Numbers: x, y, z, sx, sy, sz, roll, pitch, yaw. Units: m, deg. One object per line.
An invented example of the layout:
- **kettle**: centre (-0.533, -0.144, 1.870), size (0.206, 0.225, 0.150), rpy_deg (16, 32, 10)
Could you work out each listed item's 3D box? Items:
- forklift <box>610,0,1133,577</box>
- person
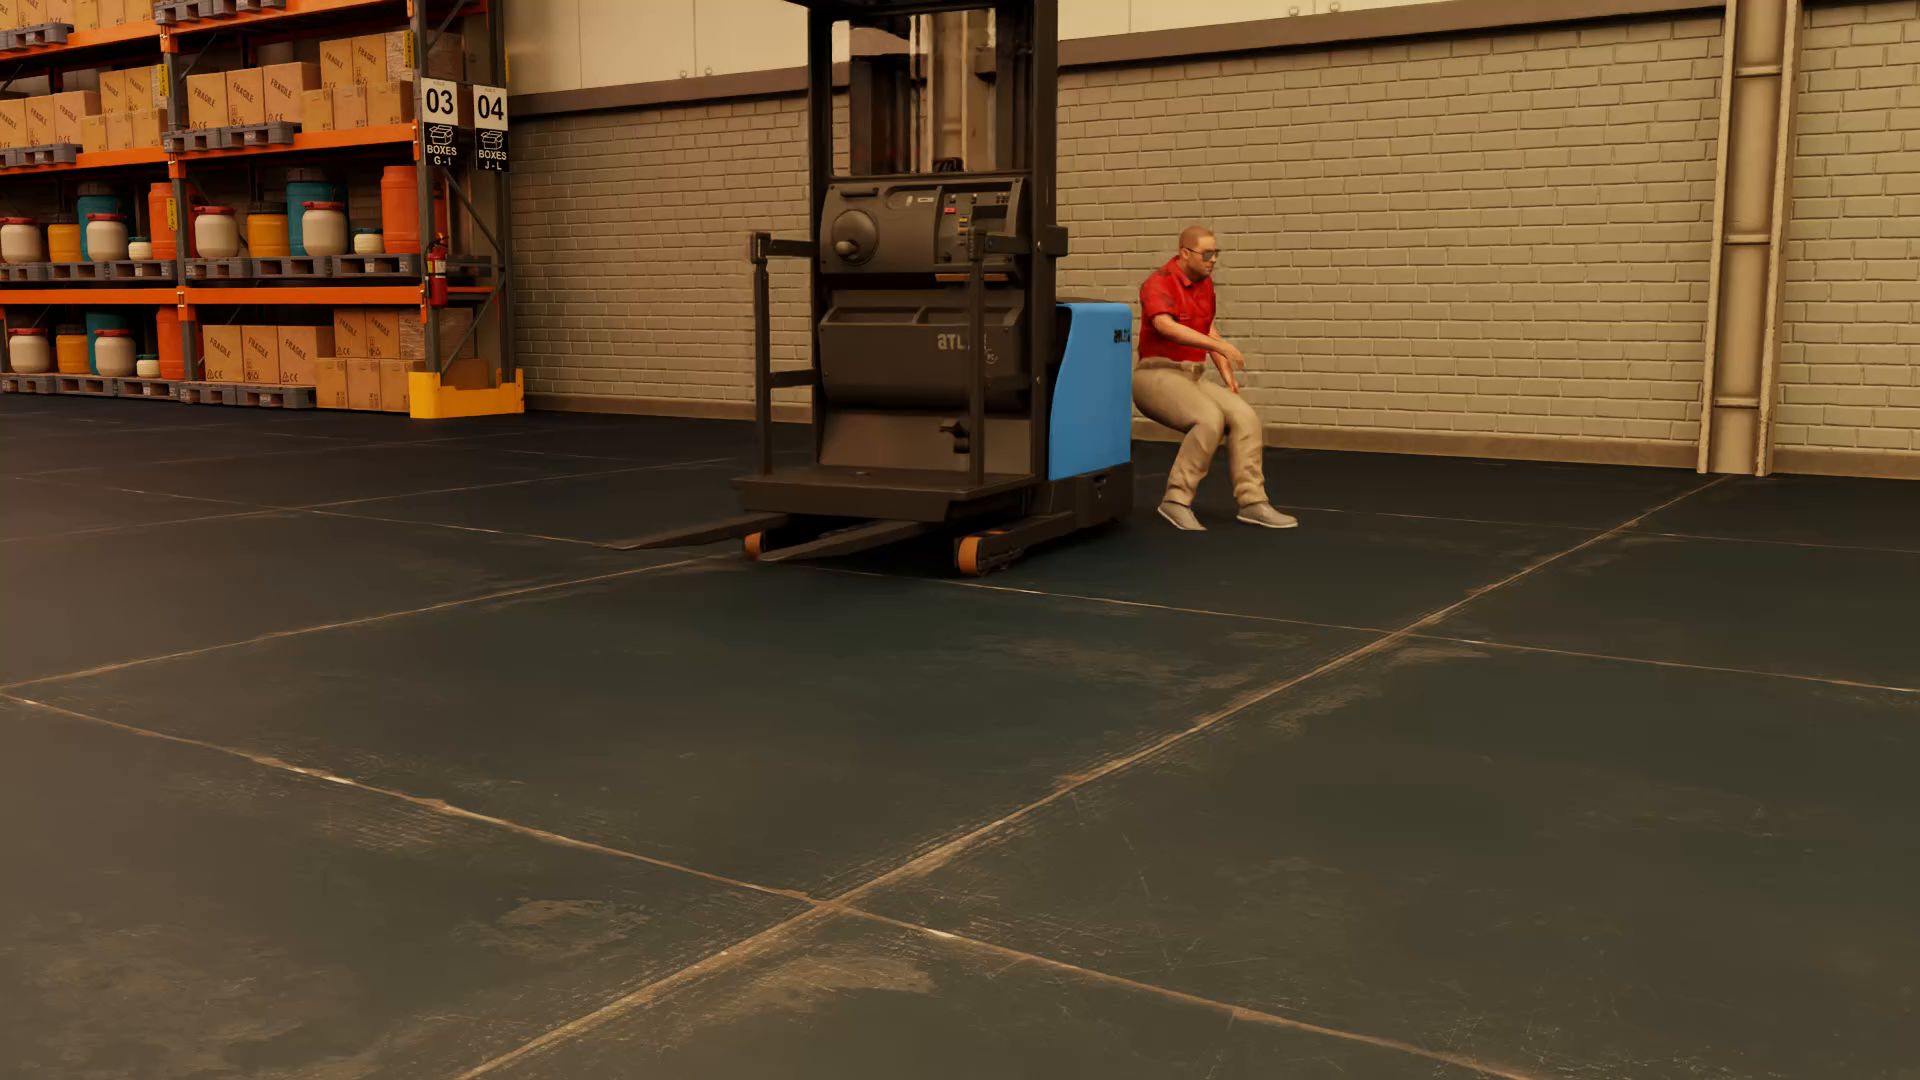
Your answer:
- **forklift**: centre (-0.262, -1.373, 6.848), size (1.130, 2.935, 3.031), rpy_deg (4, 9, 26)
- **person**: centre (1.286, -0.787, 8.196), size (0.905, 1.516, 0.776), rpy_deg (7, 11, 40)
